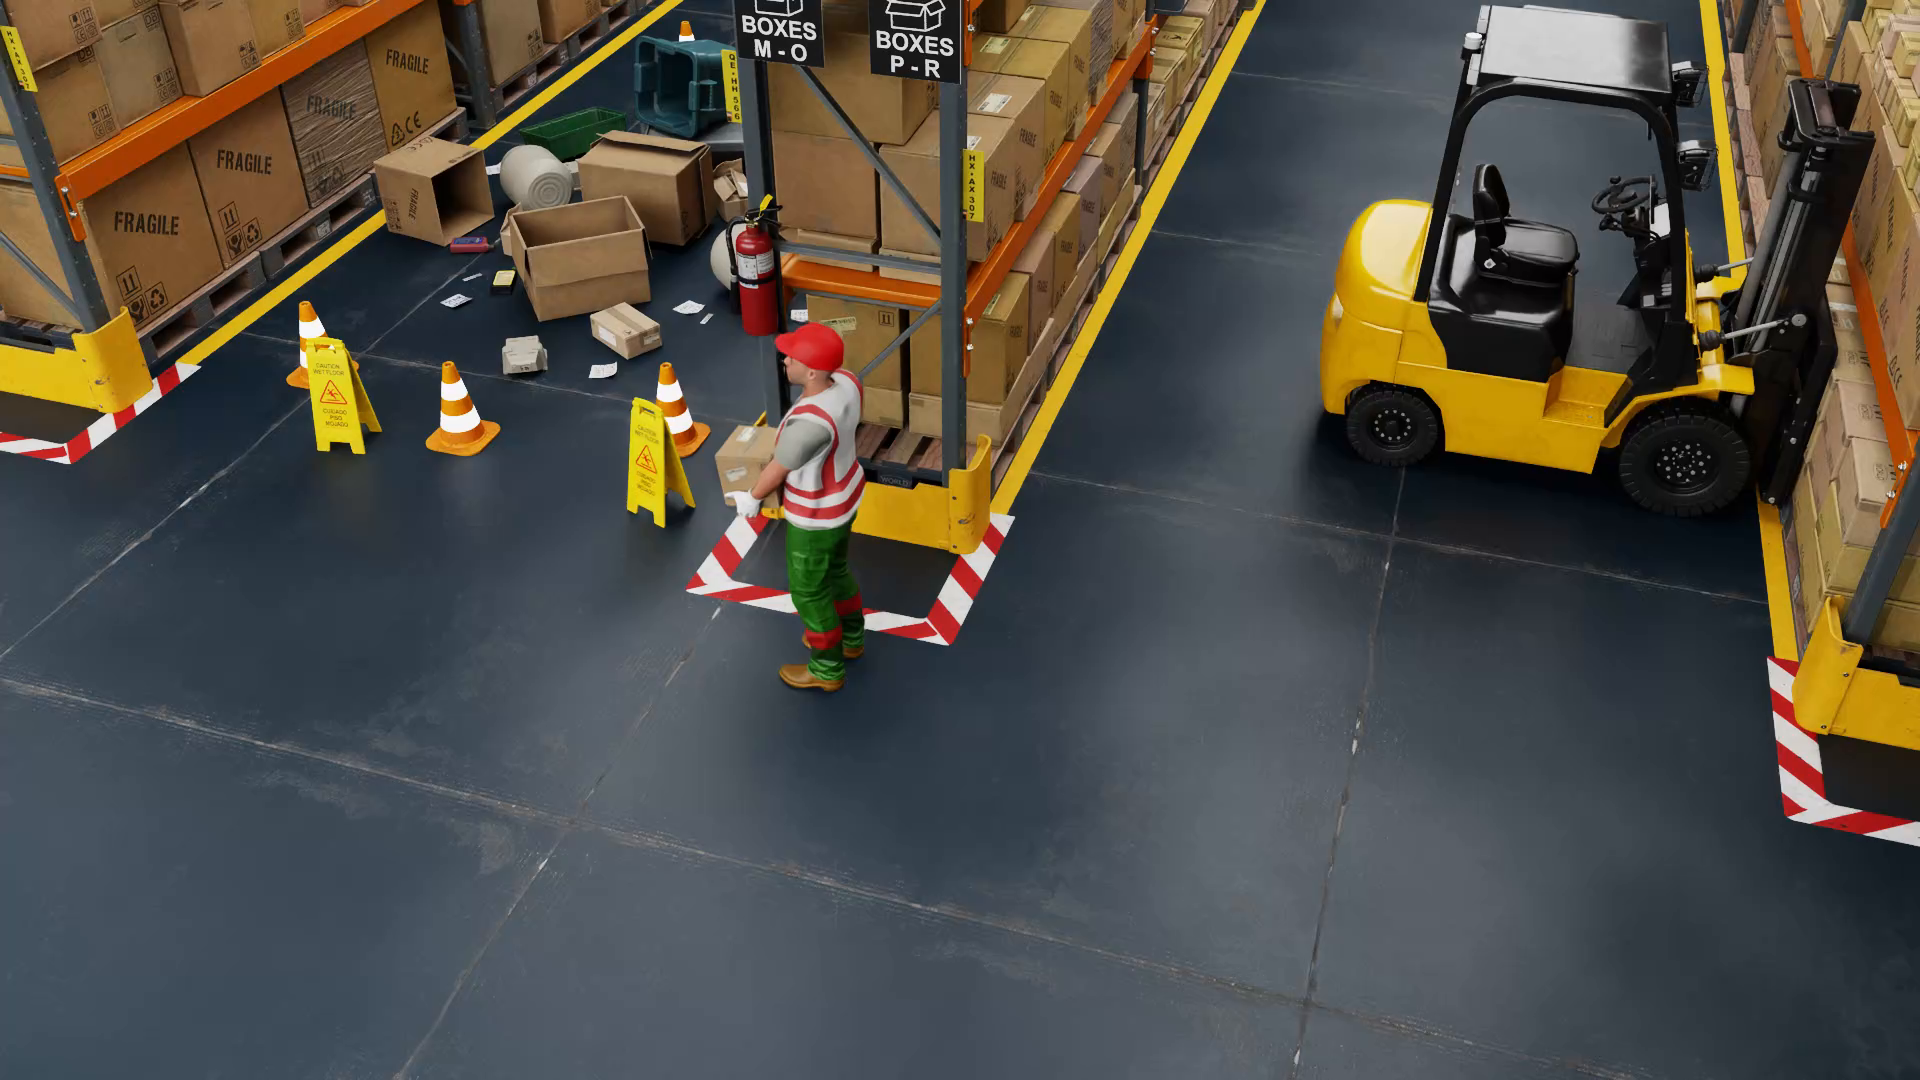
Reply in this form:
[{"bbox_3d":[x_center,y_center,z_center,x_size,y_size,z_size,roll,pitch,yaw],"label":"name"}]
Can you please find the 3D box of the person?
[{"bbox_3d":[-0.694,-0.152,7.076,0.559,1.786,0.495,11,38,14],"label":"person"}]
